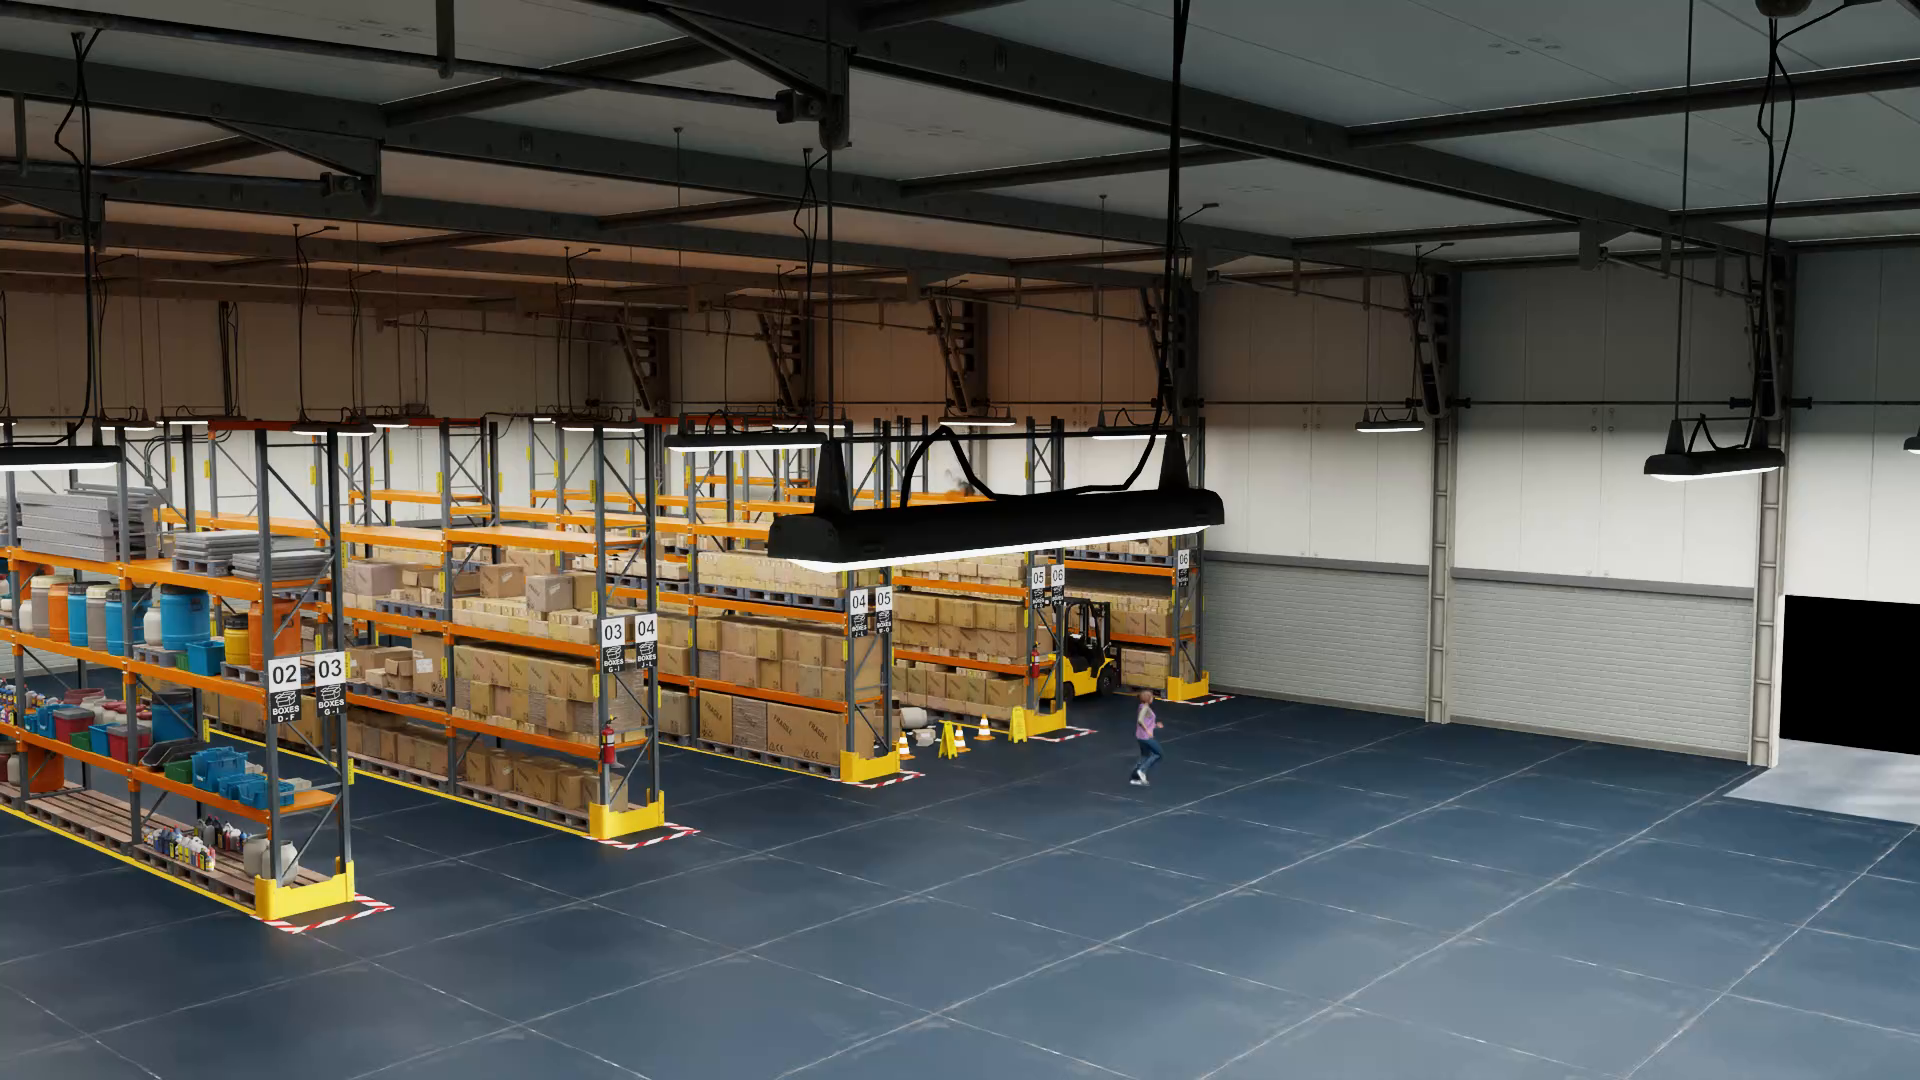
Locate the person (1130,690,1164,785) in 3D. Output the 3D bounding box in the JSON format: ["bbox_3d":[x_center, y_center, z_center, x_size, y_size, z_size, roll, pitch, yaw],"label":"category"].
[{"bbox_3d":[3.096,3.265,27.435,0.601,1.545,0.513,-1,5,-9],"label":"person"}]

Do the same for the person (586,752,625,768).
[{"bbox_3d":[-6.175,3.075,28.816,0.896,1.742,0.677,3,6,31],"label":"person"}]
